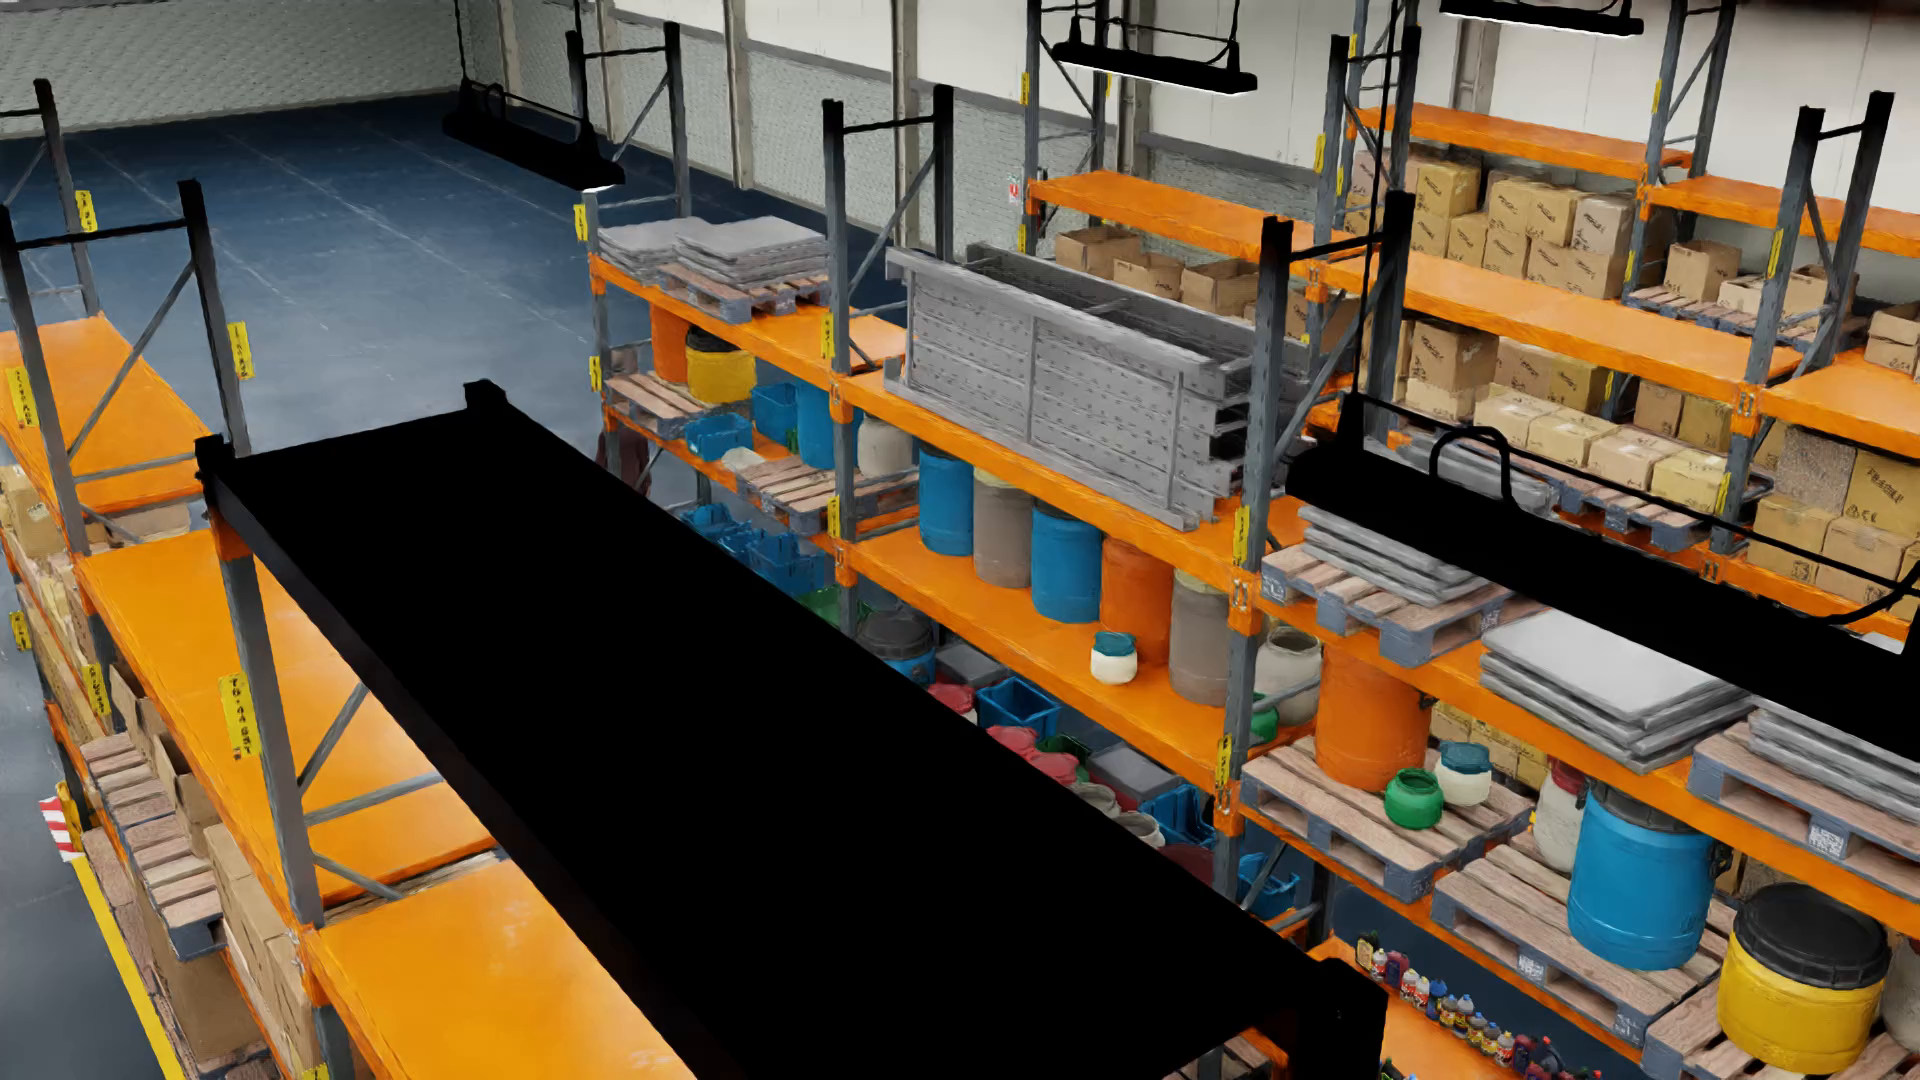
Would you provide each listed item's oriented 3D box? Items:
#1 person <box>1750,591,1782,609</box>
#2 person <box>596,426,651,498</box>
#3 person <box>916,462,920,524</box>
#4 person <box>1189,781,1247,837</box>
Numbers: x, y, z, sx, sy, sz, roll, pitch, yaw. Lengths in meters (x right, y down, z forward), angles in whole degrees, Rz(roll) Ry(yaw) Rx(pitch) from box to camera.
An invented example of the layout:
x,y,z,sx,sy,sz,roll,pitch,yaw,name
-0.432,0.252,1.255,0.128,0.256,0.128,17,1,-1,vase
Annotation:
x,y,z,sx,sy,sz,roll,pitch,yaw,name
7.059,1.049,14.782,0.446,1.590,1.110,-16,29,-31,person
-3.689,-0.609,18.201,0.619,1.773,0.574,0,25,-1,person
-0.232,-0.096,17.302,0.450,1.589,0.477,6,26,13,person
1.900,2.197,12.258,0.677,1.673,0.530,-18,30,-34,person
